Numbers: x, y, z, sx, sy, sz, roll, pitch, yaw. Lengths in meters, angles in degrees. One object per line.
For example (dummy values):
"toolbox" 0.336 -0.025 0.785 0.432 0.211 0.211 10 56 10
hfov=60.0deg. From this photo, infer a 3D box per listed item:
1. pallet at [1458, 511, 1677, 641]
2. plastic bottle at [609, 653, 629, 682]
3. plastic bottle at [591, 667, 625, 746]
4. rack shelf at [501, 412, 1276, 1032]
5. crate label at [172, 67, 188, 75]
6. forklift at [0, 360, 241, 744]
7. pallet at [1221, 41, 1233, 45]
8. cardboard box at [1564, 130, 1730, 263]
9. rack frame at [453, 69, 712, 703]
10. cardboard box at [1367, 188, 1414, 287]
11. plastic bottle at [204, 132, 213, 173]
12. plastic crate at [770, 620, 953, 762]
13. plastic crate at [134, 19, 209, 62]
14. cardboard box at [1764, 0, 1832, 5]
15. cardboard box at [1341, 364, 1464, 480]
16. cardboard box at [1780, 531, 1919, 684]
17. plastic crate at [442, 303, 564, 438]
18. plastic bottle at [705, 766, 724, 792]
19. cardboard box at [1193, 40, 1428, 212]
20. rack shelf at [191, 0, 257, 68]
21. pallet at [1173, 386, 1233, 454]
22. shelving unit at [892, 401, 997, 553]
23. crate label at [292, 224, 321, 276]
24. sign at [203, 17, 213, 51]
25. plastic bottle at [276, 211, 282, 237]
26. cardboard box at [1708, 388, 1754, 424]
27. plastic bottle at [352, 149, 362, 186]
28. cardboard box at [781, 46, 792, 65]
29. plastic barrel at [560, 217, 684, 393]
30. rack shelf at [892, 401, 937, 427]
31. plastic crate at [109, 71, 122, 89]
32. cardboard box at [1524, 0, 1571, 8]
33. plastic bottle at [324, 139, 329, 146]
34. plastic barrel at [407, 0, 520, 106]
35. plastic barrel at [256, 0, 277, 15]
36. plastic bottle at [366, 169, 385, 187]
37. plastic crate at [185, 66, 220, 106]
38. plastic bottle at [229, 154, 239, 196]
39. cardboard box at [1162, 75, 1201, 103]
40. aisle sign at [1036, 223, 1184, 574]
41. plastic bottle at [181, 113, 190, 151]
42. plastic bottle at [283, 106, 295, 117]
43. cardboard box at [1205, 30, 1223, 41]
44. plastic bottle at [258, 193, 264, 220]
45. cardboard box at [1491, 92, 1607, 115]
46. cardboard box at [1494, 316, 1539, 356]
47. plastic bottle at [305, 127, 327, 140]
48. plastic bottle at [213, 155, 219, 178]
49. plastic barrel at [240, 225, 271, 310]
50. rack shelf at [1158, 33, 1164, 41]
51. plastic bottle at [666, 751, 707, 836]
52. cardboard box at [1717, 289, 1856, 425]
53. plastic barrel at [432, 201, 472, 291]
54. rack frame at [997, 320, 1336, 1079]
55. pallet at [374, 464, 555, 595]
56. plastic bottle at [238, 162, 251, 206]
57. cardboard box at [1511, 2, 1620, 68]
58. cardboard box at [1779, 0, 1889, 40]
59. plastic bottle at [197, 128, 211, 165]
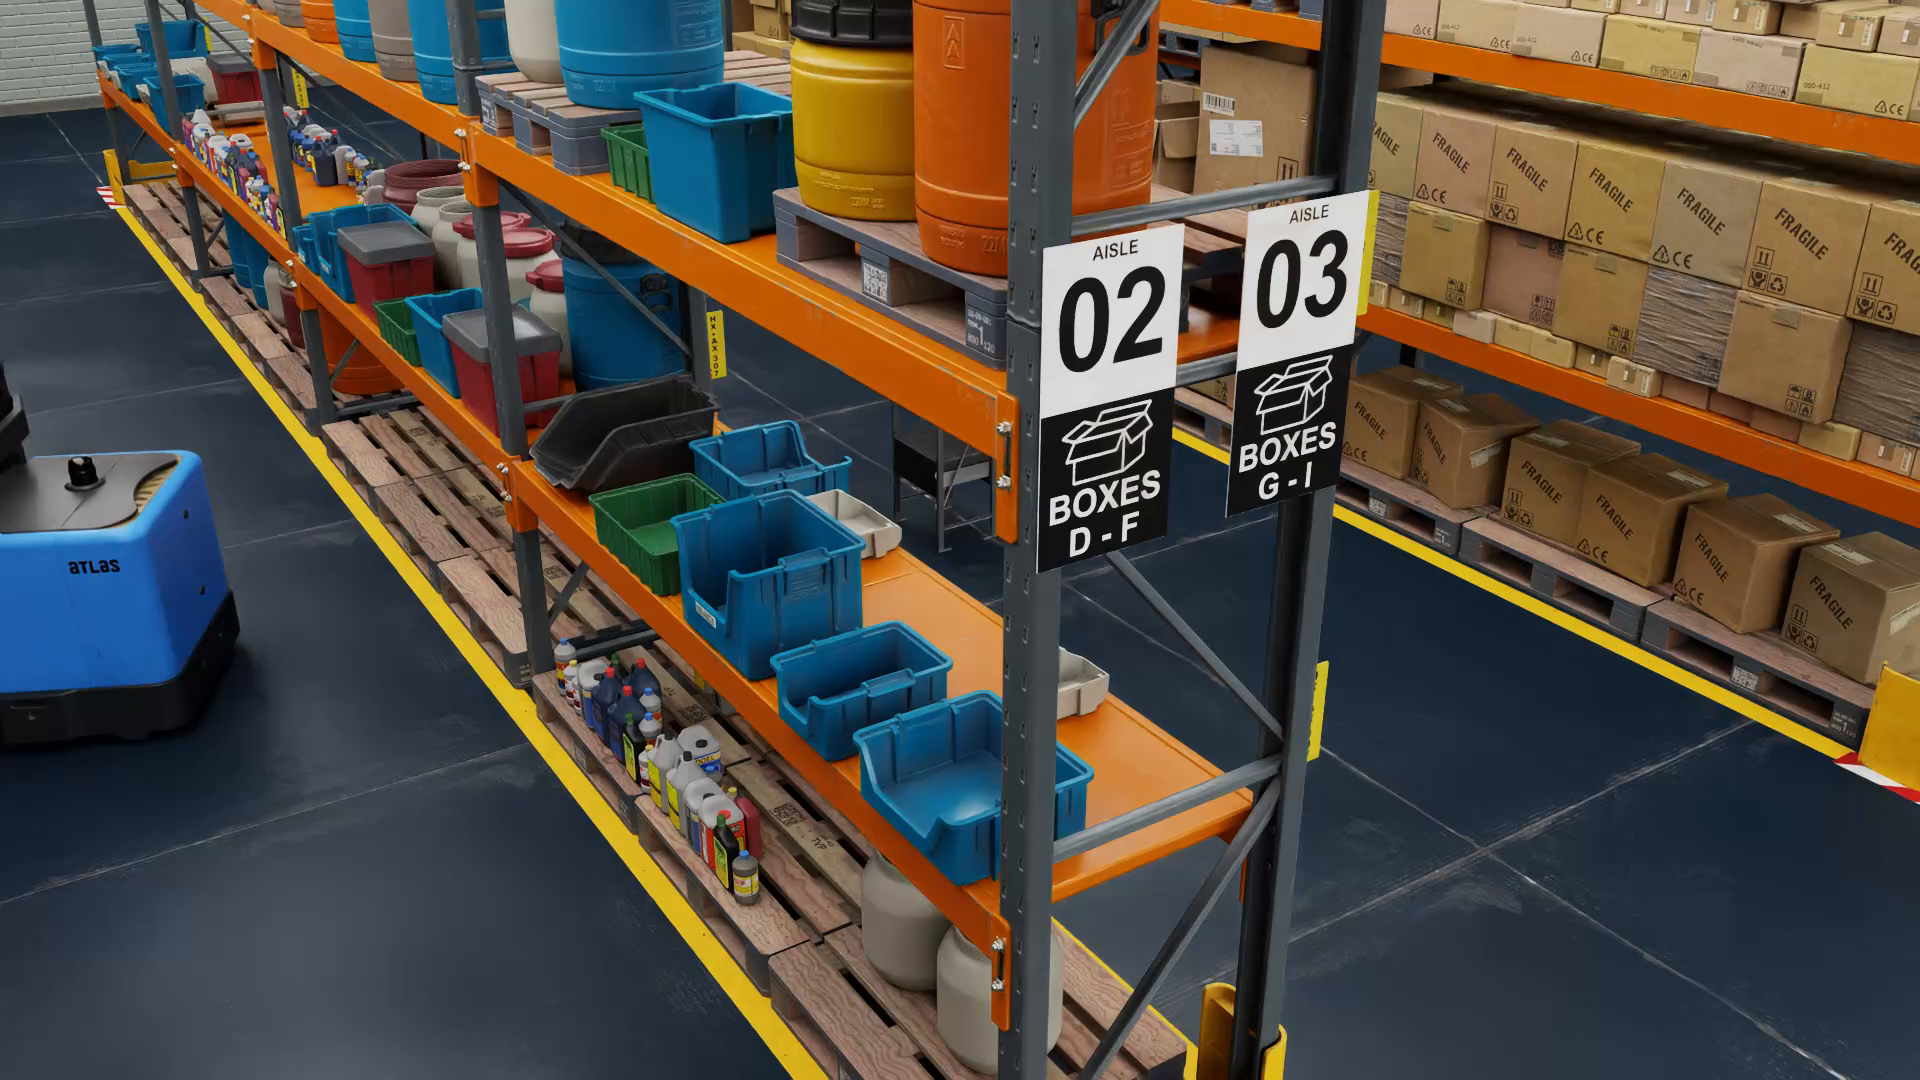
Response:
"pallet" 3.589 0.104 9.283 1.003 0.211 1.213 -16 29 -30
"plastic bottle" -1.532 0.658 7.509 0.061 0.283 0.133 -16 29 -30
"plastic bottle" -1.534 0.712 7.315 0.144 0.351 0.185 -15 29 -28
"rack shelf" -0.535 0.369 6.298 1.077 0.370 4.000 -16 29 -30
"crate label" -7.262 -4.422 15.841 0.396 0.136 0.243 -16 29 -30
"forklift" -5.161 -0.525 7.429 3.031 2.935 1.130 -3 25 -6
"pallet" 3.435 -4.988 17.028 1.003 0.211 1.213 -16 29 -30
"cardboard box" 3.385 -1.704 8.210 0.500 0.500 0.500 -16 29 -30
"rack frame" -1.627 -0.672 7.660 1.000 3.000 0.127 -16 29 -30
"cardboard box" 2.717 -1.831 9.649 0.875 0.500 0.500 -16 29 -30
"plastic bottle" -5.666 -2.932 12.585 0.061 0.283 0.133 -16 29 -30
"plastic crate" -0.317 0.483 5.387 0.499 0.251 0.408 -16 29 -30
"plastic crate" -7.838 -4.931 16.570 0.616 0.435 0.499 -16 29 -30
"cardboard box" 3.649 -2.653 7.292 0.500 0.500 0.500 -16 29 -30
"cardboard box" 2.708 -0.733 10.226 0.500 0.500 0.500 -17 30 -31
"cardboard box" 4.380 0.318 8.000 0.500 0.500 0.500 -10 27 -20
"plastic crate" -2.147 -0.803 7.862 0.402 0.464 0.583 -16 29 -30
"plastic bottle" -1.020 1.022 6.834 0.097 0.201 0.097 0 25 0
"cardboard box" 2.207 -2.604 10.558 1.000 1.000 1.000 -15 29 -29
"rack shelf" -4.902 -3.849 11.719 1.077 0.370 4.000 -16 29 -30
"pallet" 2.097 -0.843 11.289 1.003 0.211 1.213 -16 29 -30
"shelving unit" -0.090 -1.009 9.427 0.431 2.100 0.503 -16 29 -30
"crate label" -3.894 -1.789 10.222 0.303 0.233 0.416 -16 29 -30
"sign" -7.726 -5.172 17.001 0.100 0.325 0.005 -16 29 -30
"plastic bottle" -4.436 -2.104 10.925 0.097 0.201 0.097 0 25 0
"cardboard box" 3.837 -0.695 8.002 0.380 0.149 0.250 -16 29 -30
"plastic bottle" -4.368 -2.704 12.101 0.061 0.283 0.133 -16 29 -30
"cardboard box" -1.254 -4.151 14.913 0.500 0.500 0.500 -16 30 -31
"plastic barrel" -1.584 -1.107 7.995 0.600 0.901 0.708 -16 29 -30
"rack shelf" -0.090 -0.996 9.433 0.431 0.518 0.480 -16 29 -30
"plastic crate" -7.843 -4.330 15.648 0.250 0.136 0.298 -16 29 -30
"cardboard box" 3.017 -2.732 8.219 0.380 0.149 0.250 -16 30 -31
"plastic bottle" -4.725 -2.870 12.468 0.097 0.271 0.097 0 25 0
"plastic barrel" -2.086 -2.386 7.191 0.600 0.901 0.708 -16 29 -30
"plastic barrel" -3.898 -3.327 9.640 0.421 0.512 0.421 0 25 0
"plastic bottle" -4.028 -2.442 11.555 0.152 0.276 0.135 -16 29 -30
"plastic crate" -6.673 -4.096 14.981 0.437 0.282 0.530 -16 29 -30
"plastic bottle" -5.186 -2.618 11.918 0.061 0.283 0.133 -16 29 -30
"cardboard box" 2.549 -4.880 18.132 0.500 0.250 0.500 -17 30 -32
"aisle sign" 0.347 -0.322 3.873 0.394 0.787 0.004 -16 29 -30
"plastic bottle" -6.151 -3.250 13.258 0.061 0.283 0.133 -16 29 -30
"plastic bottle" -5.508 -3.412 13.609 0.152 0.276 0.135 -16 29 -30
"cardboard box" 2.761 -5.267 17.195 0.380 0.149 0.250 -17 30 -32
"plastic bottle" -4.722 -2.291 11.321 0.097 0.201 0.097 0 25 0
"cardboard box" 3.273 -2.183 9.223 0.500 0.500 0.500 -16 29 -30
"cardboard box" 3.091 -1.124 8.912 0.380 0.149 0.250 -16 29 -30
"plastic bottle" -4.960 -3.052 12.848 0.152 0.276 0.135 -16 29 -30
"plastic bottle" -5.515 -2.810 12.422 0.097 0.201 0.097 0 25 0
"plastic barrel" -5.325 -2.323 13.122 0.600 0.901 0.708 -16 29 -30
"rack shelf" 1.275 -6.197 20.207 1.077 0.370 4.000 -16 29 -30
"plastic bottle" -1.097 0.998 6.709 0.144 0.351 0.185 -14 29 -27
"cardboard box" 4.056 -0.929 7.739 0.875 0.500 0.500 -16 29 -30
"plastic barrel" -2.840 -1.684 9.673 0.421 0.512 0.421 0 25 0
"rack frame" 0.557 0.759 4.629 1.000 3.000 0.127 -16 29 -30
"pallet" -2.758 -0.120 9.756 1.003 0.211 1.213 -16 29 -30
"plastic bottle" -5.013 -2.504 11.677 0.061 0.283 0.133 -16 29 -30
"cardboard box" 3.110 -2.526 8.249 0.500 0.250 0.500 -17 30 -32
"cardboard box" 3.821 -2.286 7.273 0.380 0.149 0.250 -15 29 -29
"plastic bottle" -5.820 -3.042 12.831 0.097 0.271 0.097 0 25 0
